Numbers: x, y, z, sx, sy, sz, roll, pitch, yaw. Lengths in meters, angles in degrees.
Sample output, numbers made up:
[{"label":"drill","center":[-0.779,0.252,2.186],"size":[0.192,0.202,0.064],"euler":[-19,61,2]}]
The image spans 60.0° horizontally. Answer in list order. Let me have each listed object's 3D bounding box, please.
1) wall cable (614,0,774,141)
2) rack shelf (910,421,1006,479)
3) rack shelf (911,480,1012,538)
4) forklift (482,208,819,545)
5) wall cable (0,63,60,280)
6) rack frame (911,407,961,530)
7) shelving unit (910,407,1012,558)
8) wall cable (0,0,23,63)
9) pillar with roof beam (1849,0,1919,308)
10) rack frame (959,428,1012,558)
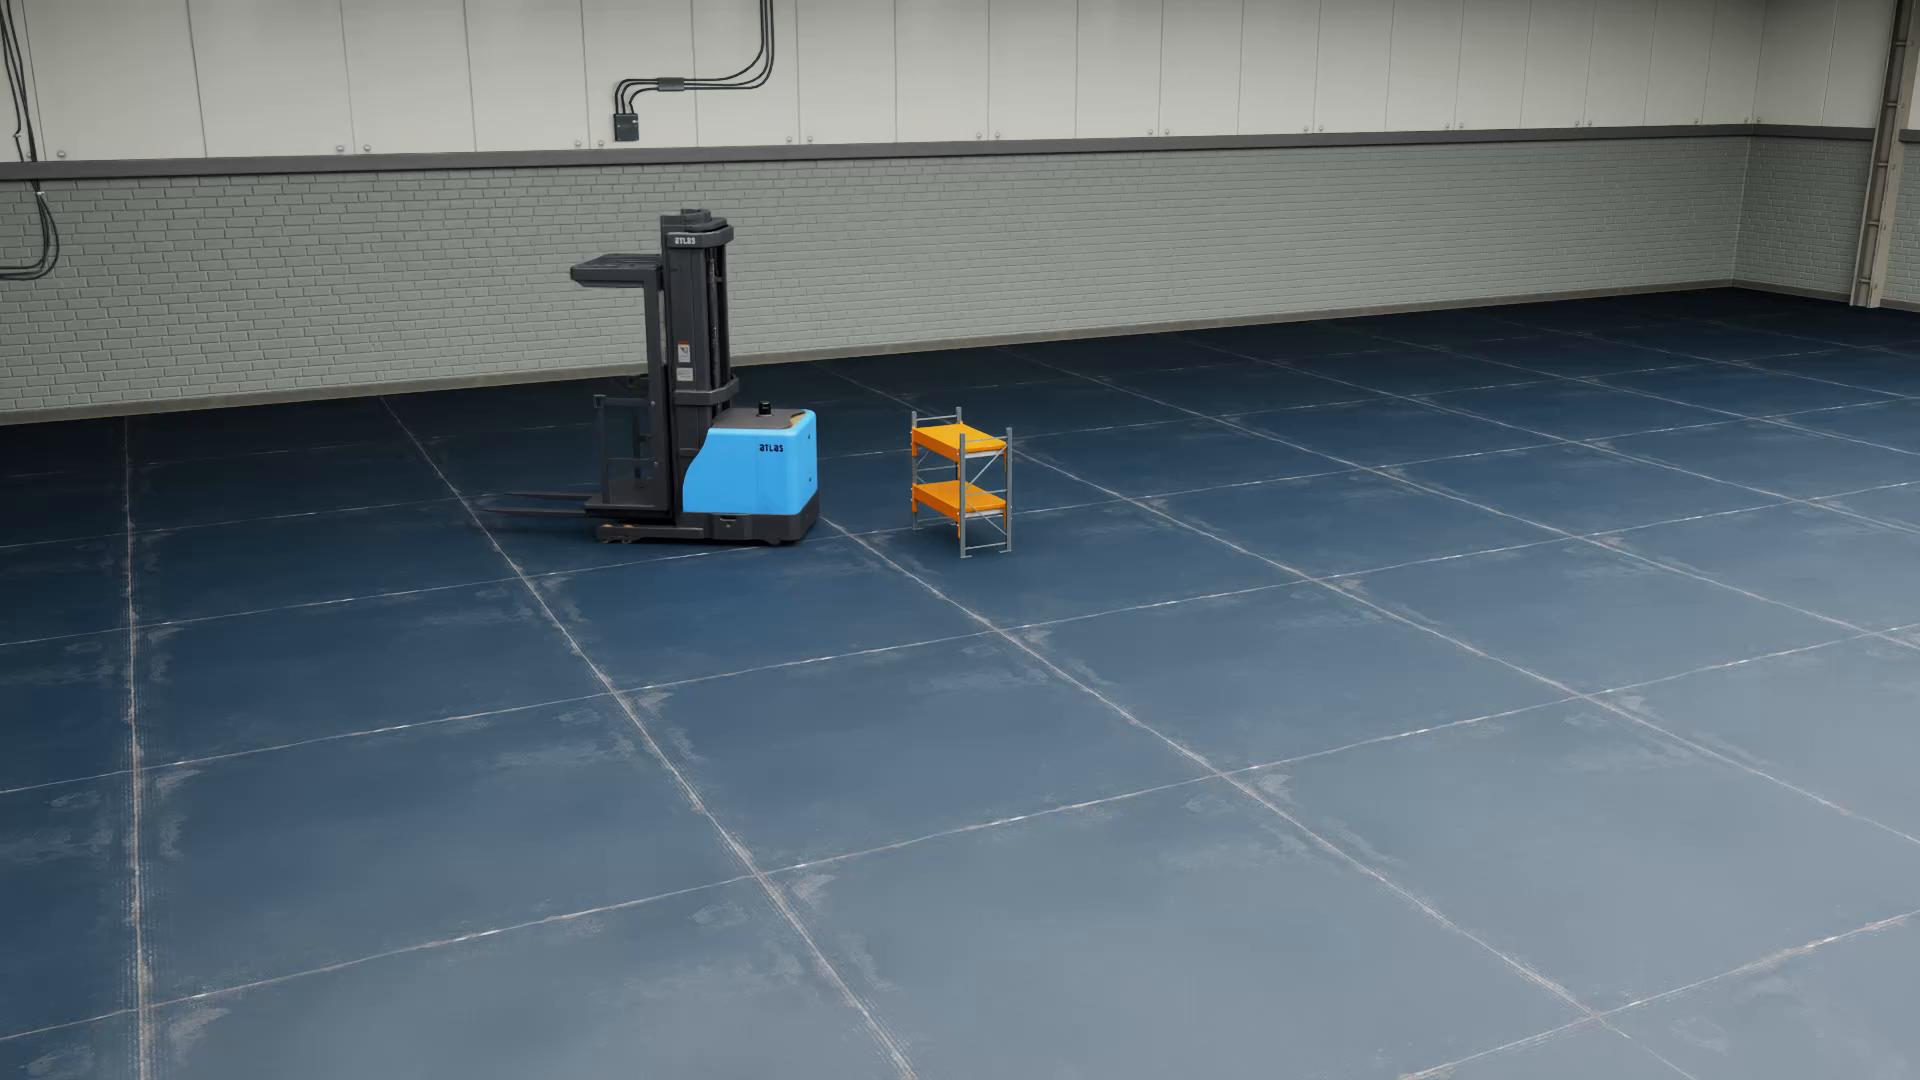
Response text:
[{"label":"wall cable","center":[-3.590,-8.401,22.044],"size":[2.305,6.003,0.169],"euler":[-8,18,-25]},{"label":"rack shelf","center":[0.003,-0.820,15.008],"size":[0.538,0.278,1.000],"euler":[-8,18,-25]},{"label":"rack shelf","center":[0.003,-0.304,15.156],"size":[0.538,0.278,1.000],"euler":[-8,18,-25]},{"label":"forklift","center":[-2.894,-1.520,15.233],"size":[3.031,2.935,1.130],"euler":[2,16,6]},{"label":"wall cable","center":[-12.131,-4.130,18.958],"size":[3.097,2.526,0.112],"euler":[-8,18,-25]},{"label":"rack frame","center":[-0.220,-0.665,15.528],"size":[0.500,1.125,0.032],"euler":[-8,18,-25]},{"label":"shelving unit","center":[0.003,-0.539,15.089],"size":[0.538,1.125,1.048],"euler":[-8,18,-25]},{"label":"wall cable","center":[-9.699,-6.885,19.400],"size":[3.097,2.526,0.112],"euler":[-8,18,-25]},{"label":"pillar with roof beam","center":[12.417,-8.019,26.879],"size":[9.100,9.000,0.400],"euler":[-8,18,-25]},{"label":"rack frame","center":[0.226,-0.413,14.650],"size":[0.500,1.125,0.032],"euler":[-8,18,-25]}]
